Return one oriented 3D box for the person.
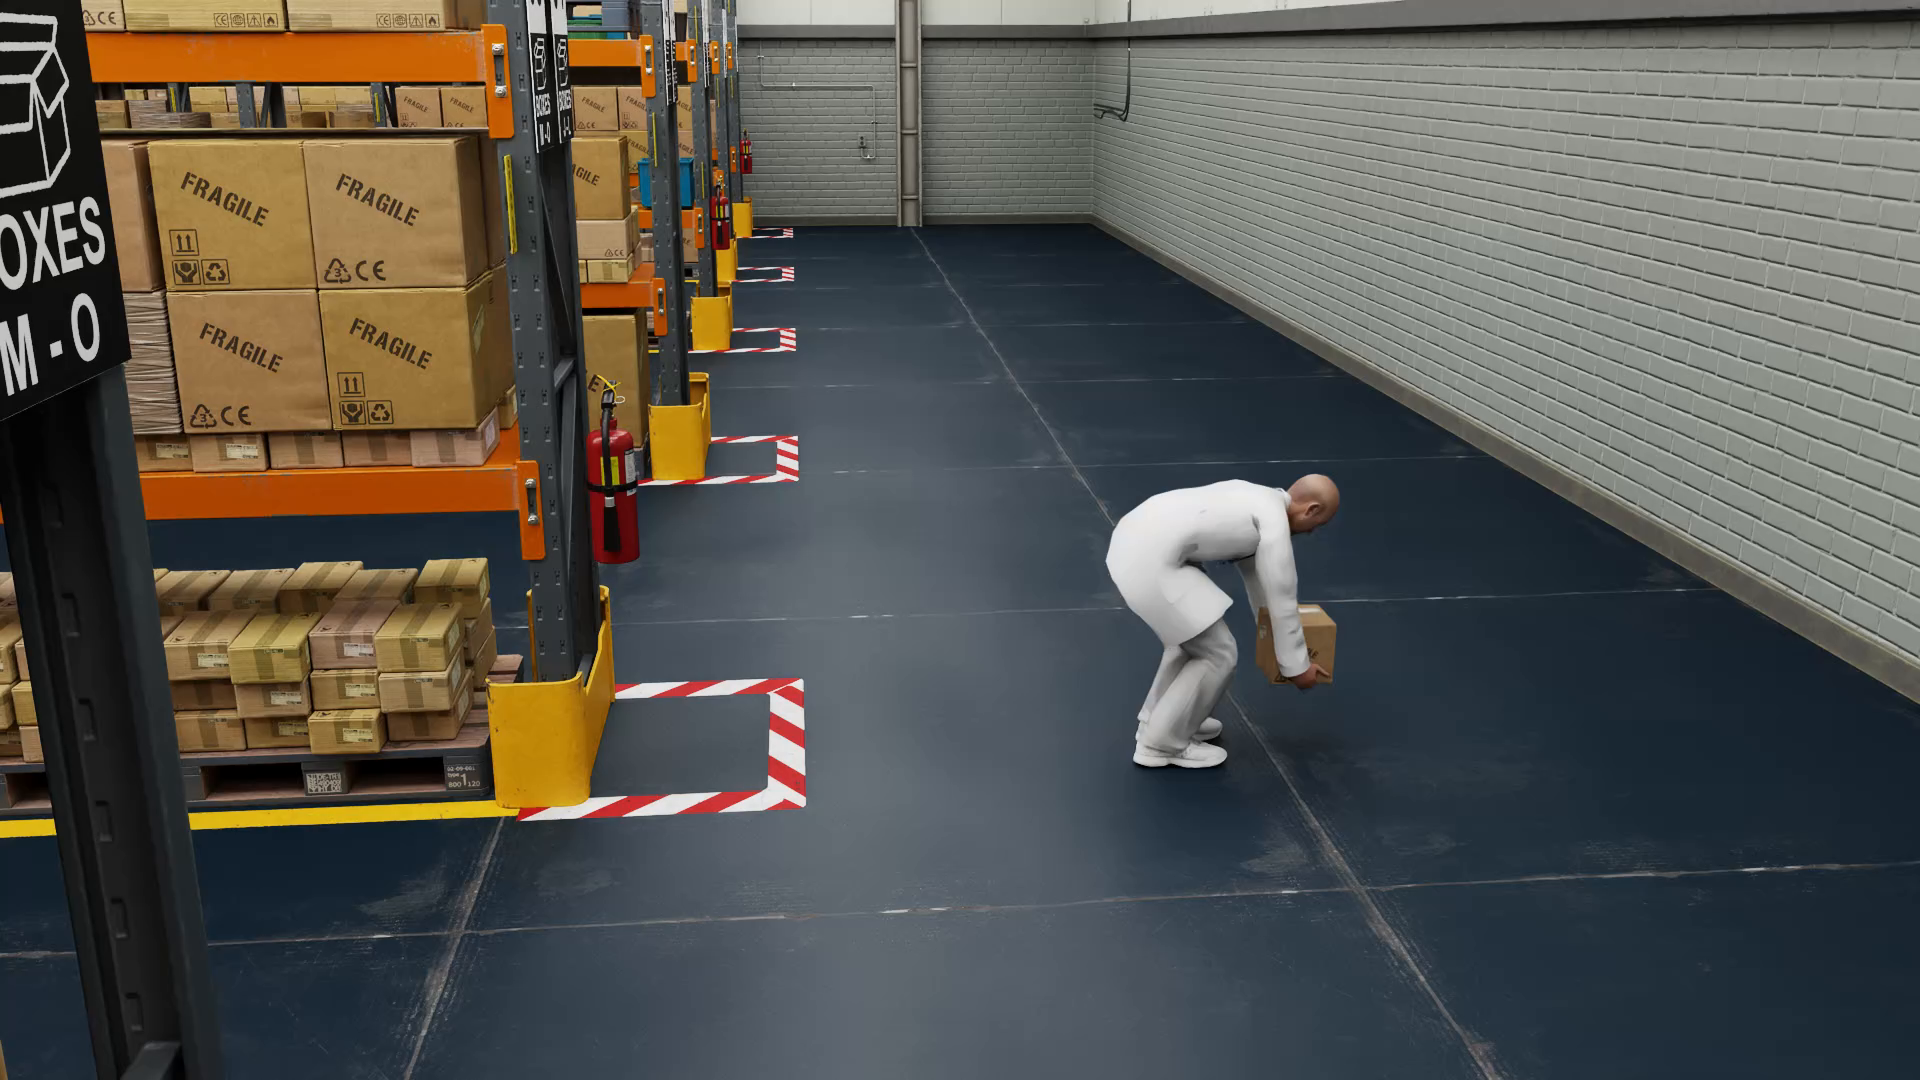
[{"bbox_3d":[1.048,0.176,6.605,0.857,1.421,0.552,-2,17,-7],"label":"person"}]
